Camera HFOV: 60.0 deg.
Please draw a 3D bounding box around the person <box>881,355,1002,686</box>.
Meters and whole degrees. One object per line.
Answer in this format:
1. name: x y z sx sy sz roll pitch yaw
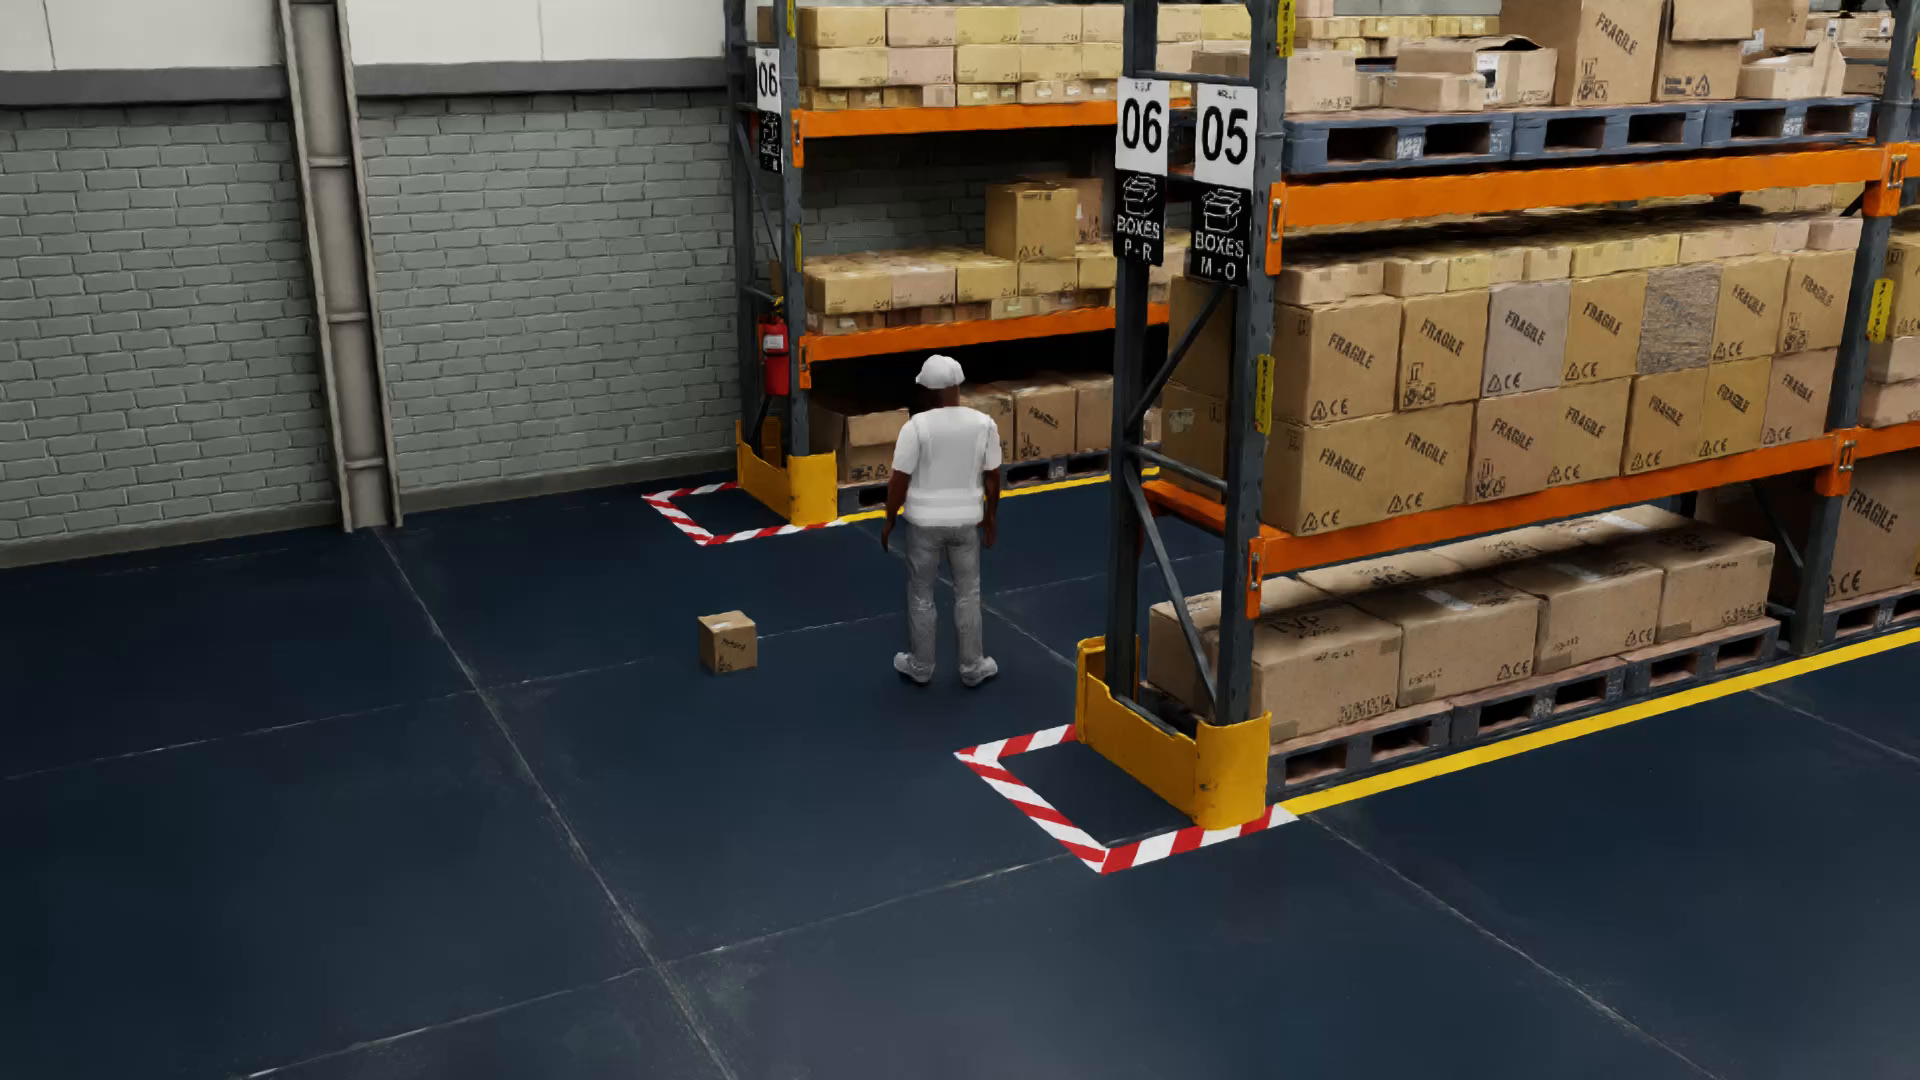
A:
1. person: -0.104 -0.107 8.756 0.640 1.768 0.413 -4 19 -13
